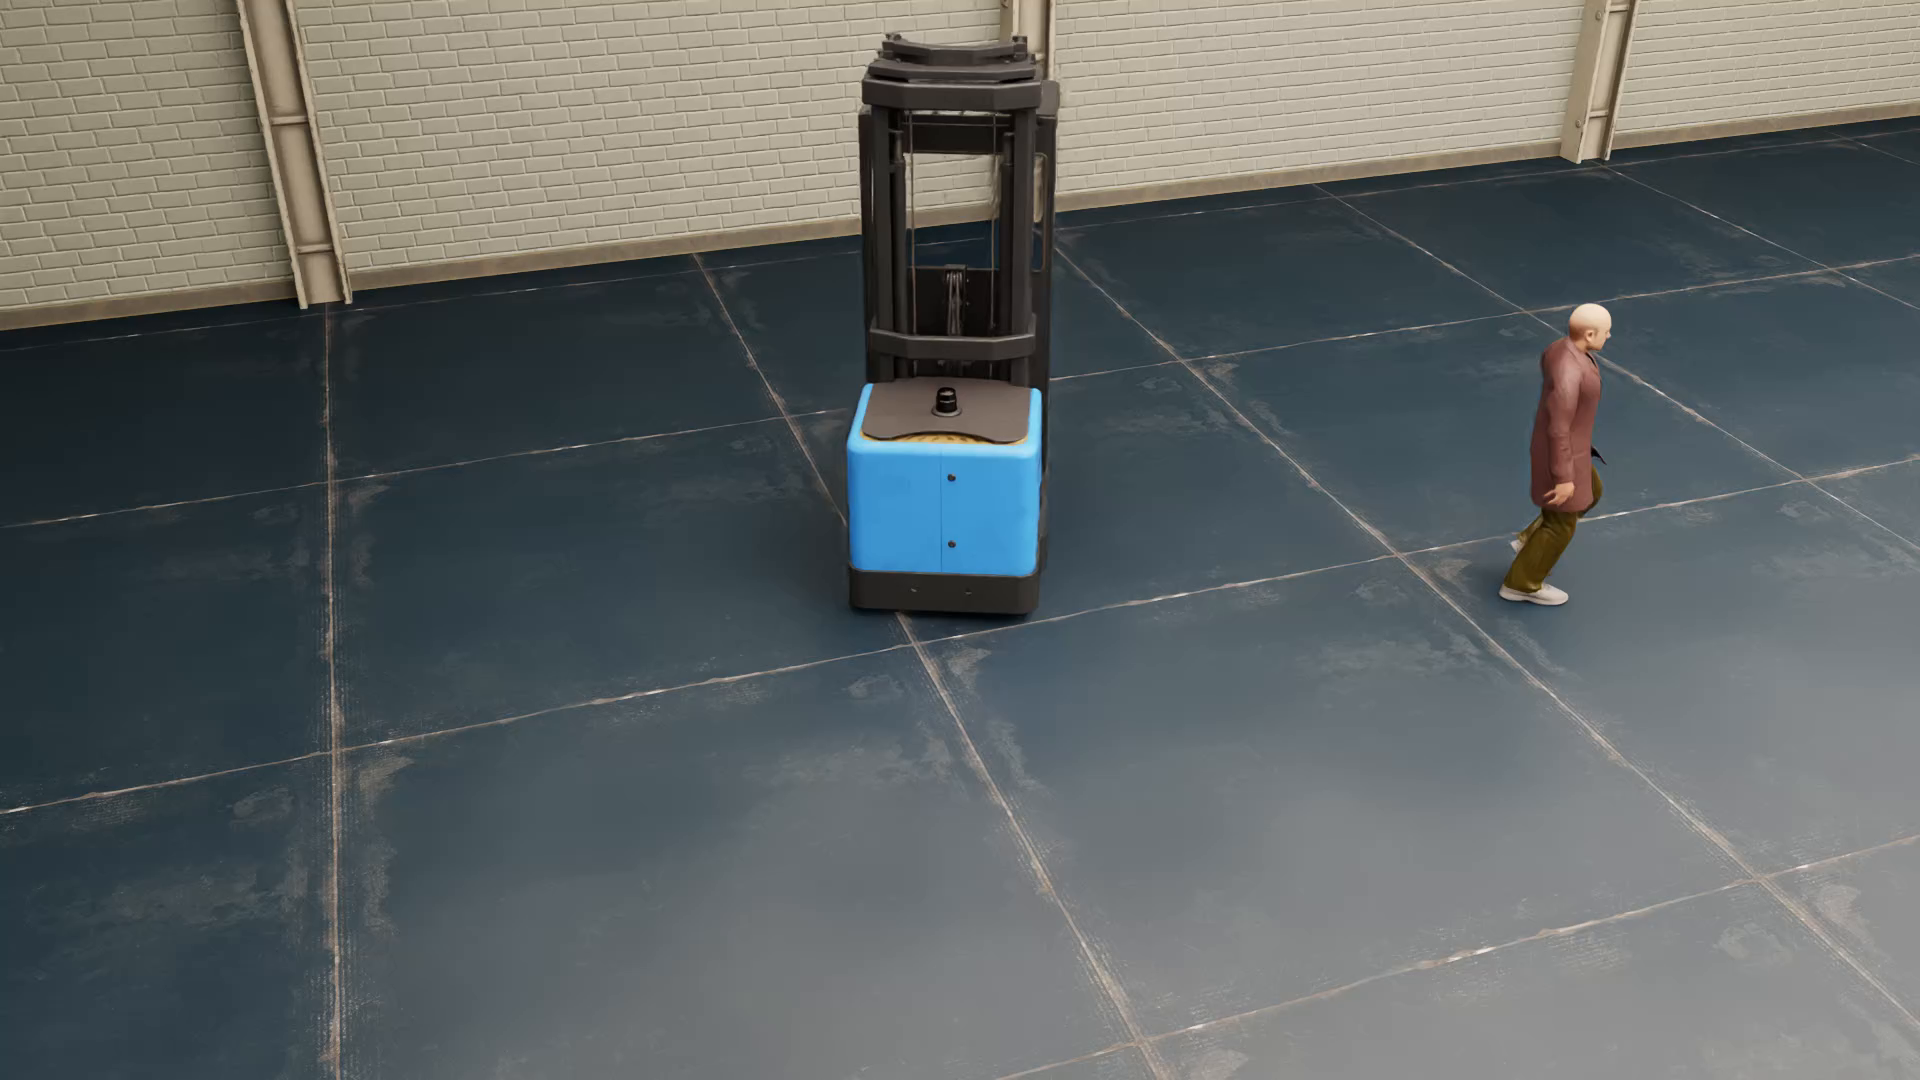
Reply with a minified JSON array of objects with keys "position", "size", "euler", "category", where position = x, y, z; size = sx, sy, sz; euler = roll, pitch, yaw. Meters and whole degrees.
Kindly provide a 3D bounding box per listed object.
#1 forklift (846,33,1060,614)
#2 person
[{"position":[0.004,-1.567,9.810],"size":[1.130,2.935,3.031],"euler":[2,30,3],"category":"forklift"},{"position":[3.325,-0.457,9.067],"size":[0.497,1.767,0.735],"euler":[5,30,9],"category":"person"}]
